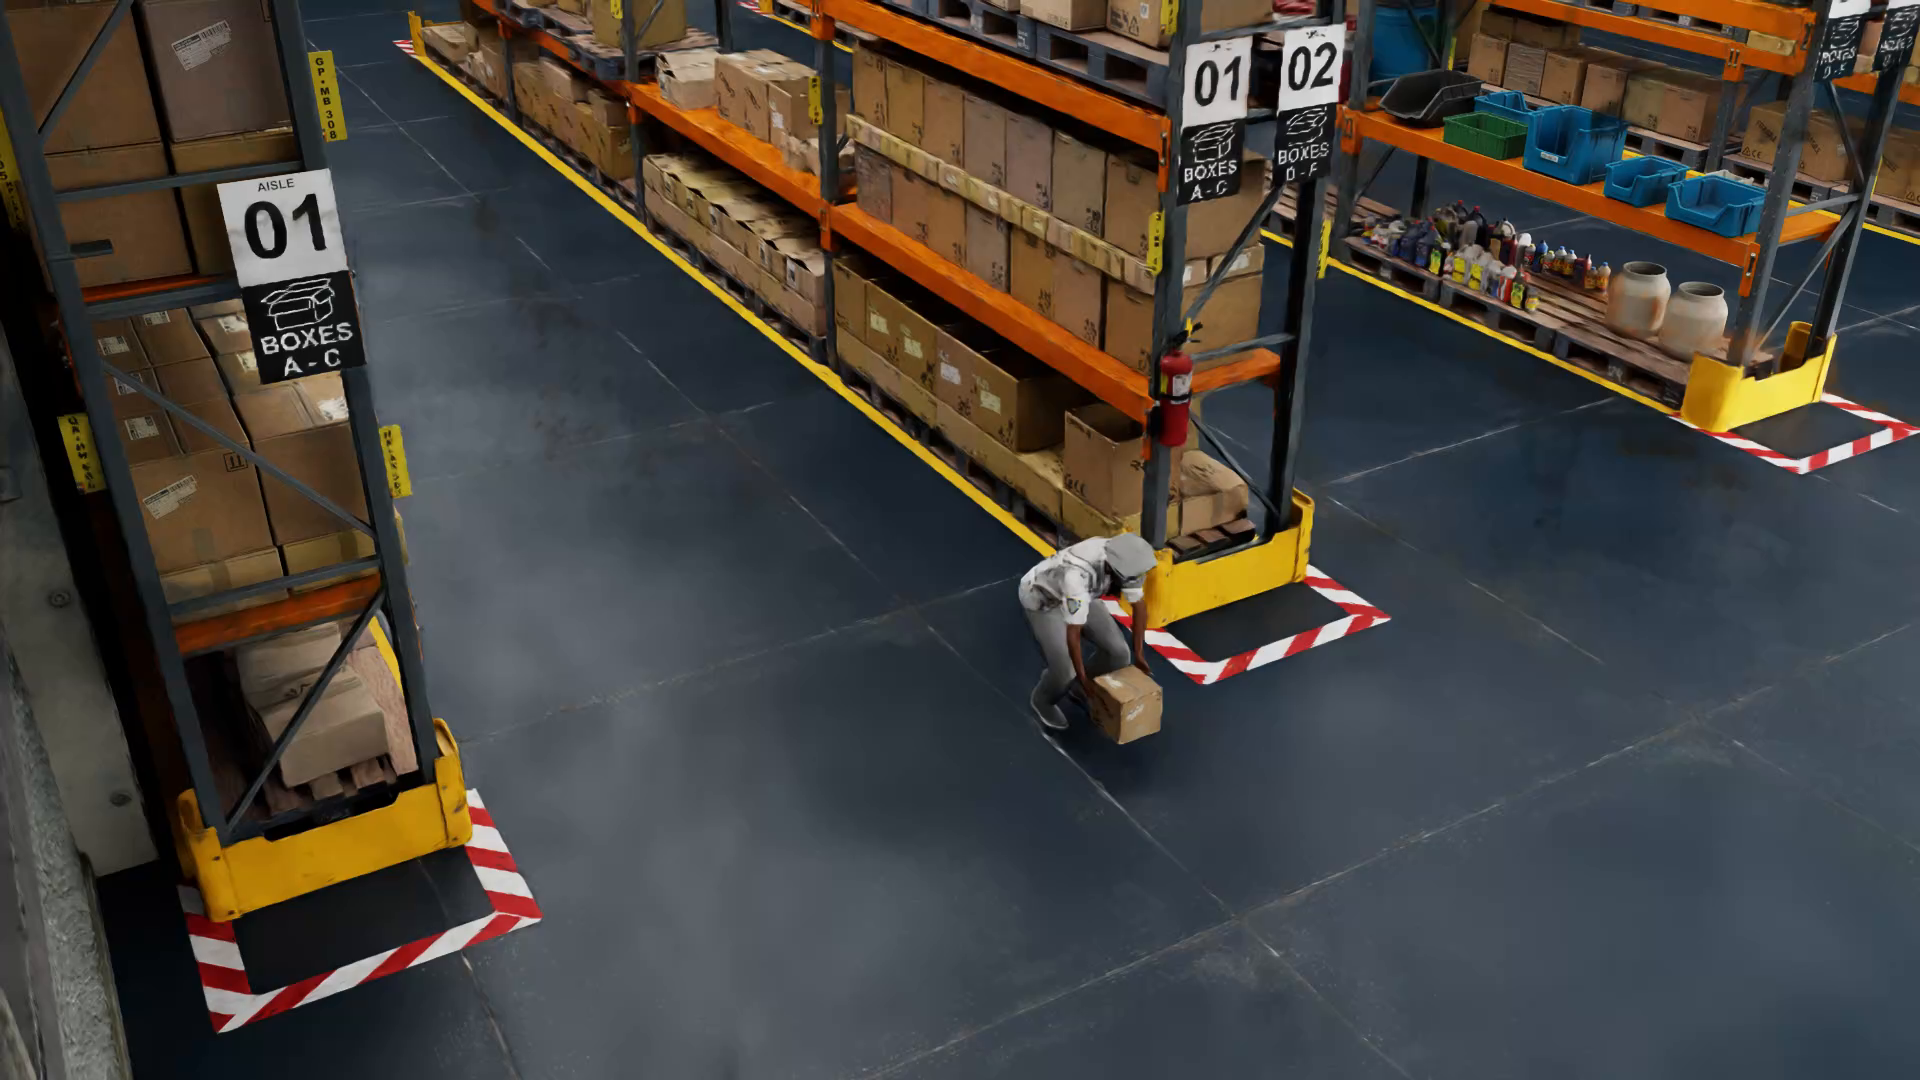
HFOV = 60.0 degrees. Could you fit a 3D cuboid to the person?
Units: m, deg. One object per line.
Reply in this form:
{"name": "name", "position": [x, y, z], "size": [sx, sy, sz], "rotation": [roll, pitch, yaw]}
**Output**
{"name": "person", "position": [0.649, 0.423, 8.336], "size": [0.499, 1.146, 0.812], "rotation": [-16, 33, -26]}
